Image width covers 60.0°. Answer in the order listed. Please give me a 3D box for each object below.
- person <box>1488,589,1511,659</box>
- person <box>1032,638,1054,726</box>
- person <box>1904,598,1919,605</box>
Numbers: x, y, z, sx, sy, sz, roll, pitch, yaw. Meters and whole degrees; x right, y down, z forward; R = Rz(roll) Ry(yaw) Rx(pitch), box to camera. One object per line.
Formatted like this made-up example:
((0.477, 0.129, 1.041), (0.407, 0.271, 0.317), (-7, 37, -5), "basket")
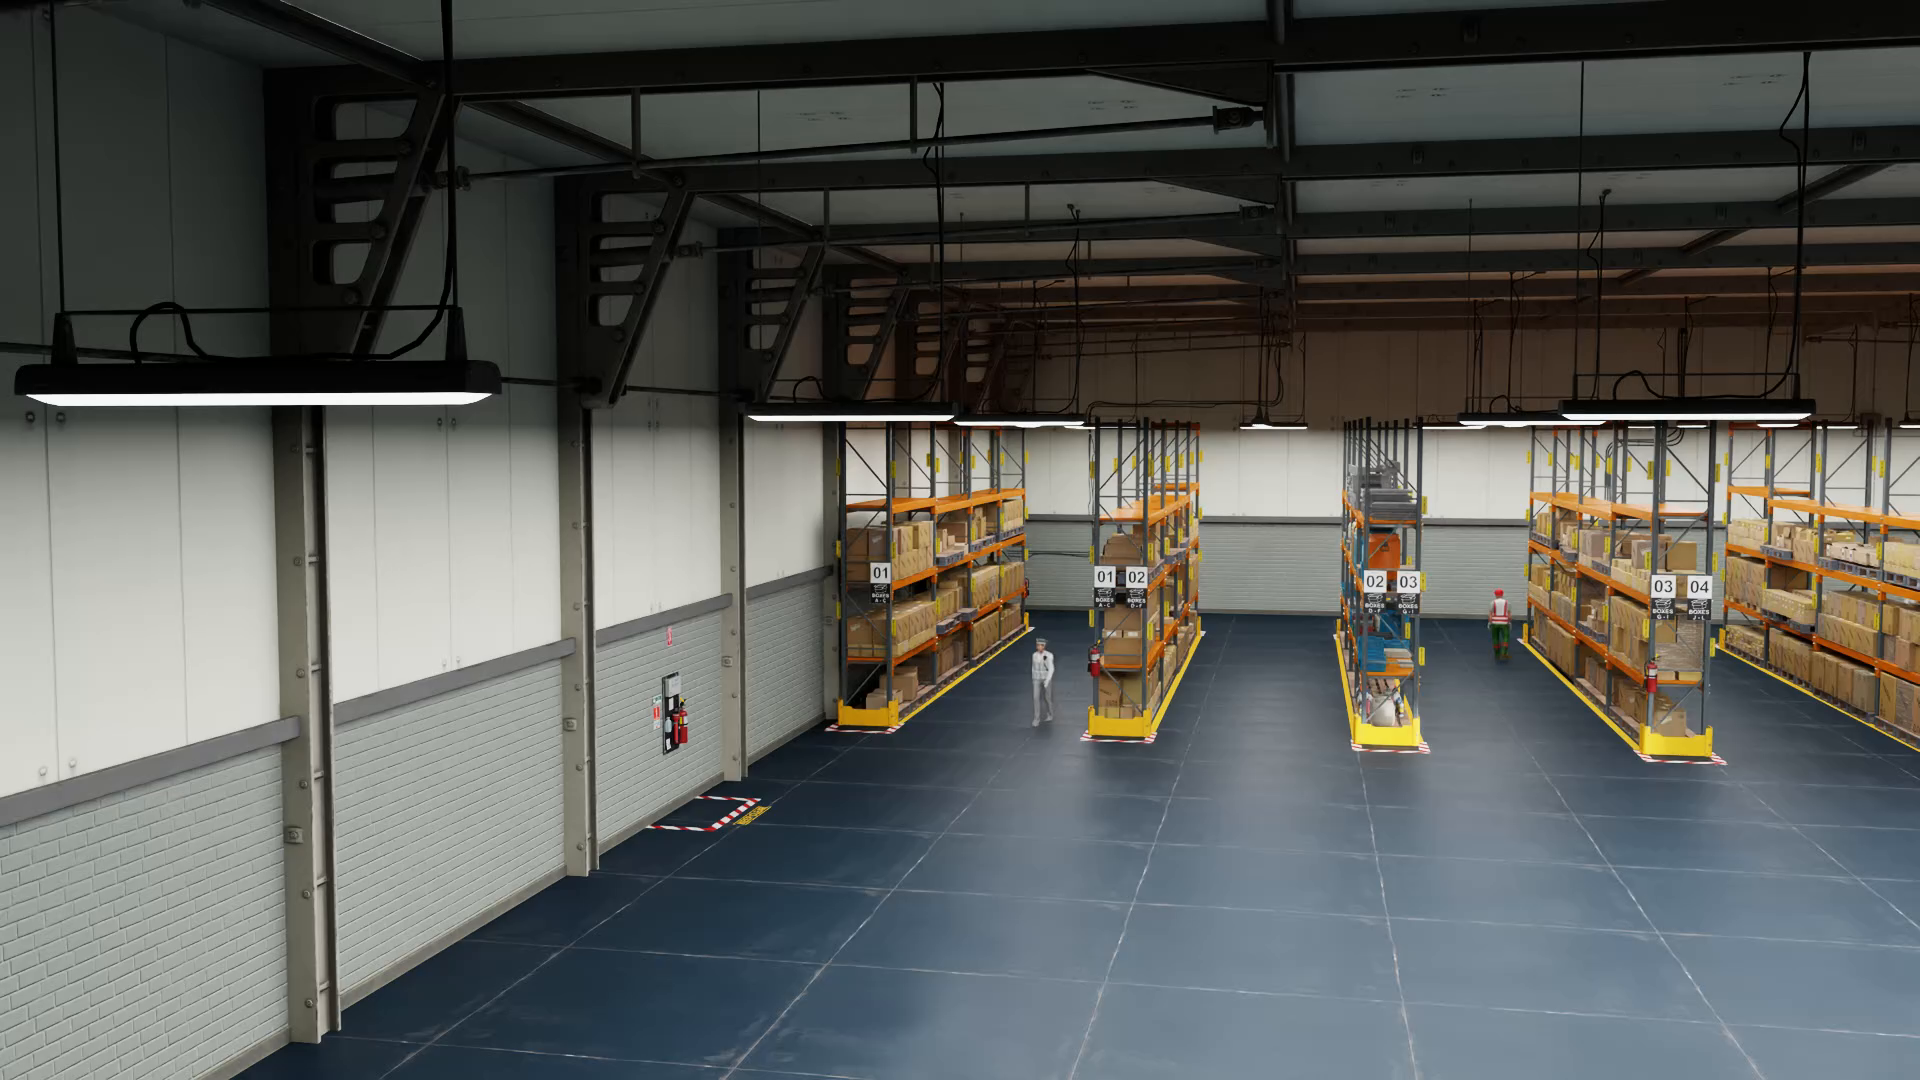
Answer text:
((13.606, 2.119, 41.906), (0.573, 1.787, 0.551), (1, 4, 11), "person")
((1.603, 2.776, 32.671), (0.510, 1.684, 0.764), (2, 4, 24), "person")
((25.859, 1.949, 45.150), (0.478, 1.650, 0.506), (0, 4, 3), "person")
